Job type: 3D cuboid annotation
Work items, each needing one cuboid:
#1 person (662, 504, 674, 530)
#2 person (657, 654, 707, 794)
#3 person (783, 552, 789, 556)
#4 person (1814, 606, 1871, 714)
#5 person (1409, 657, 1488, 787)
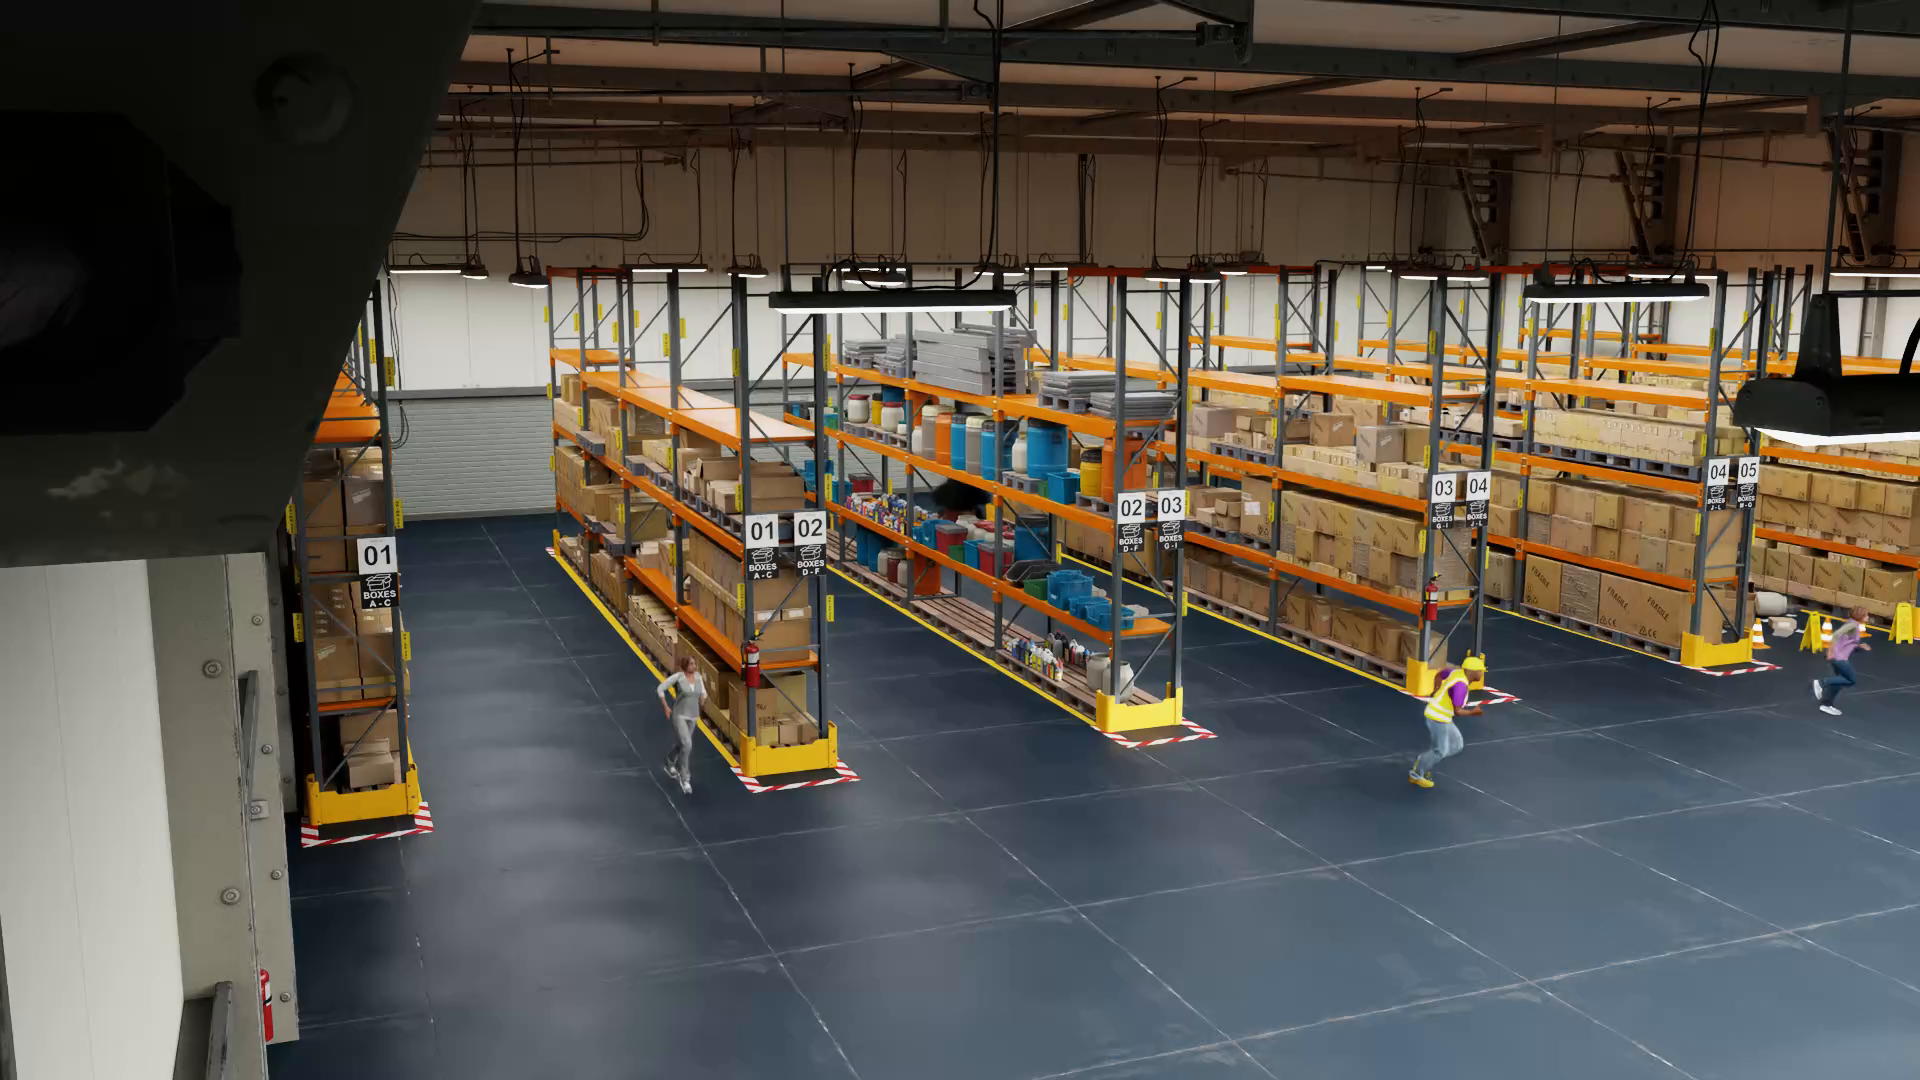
[{"bbox_3d":[-6.364,-0.619,35.491,0.597,1.621,0.592,7,12,35],"label":"person"},{"bbox_3d":[-3.290,2.193,19.846,0.721,1.535,0.547,10,14,44],"label":"person"},{"bbox_3d":[-3.385,-0.126,31.000,0.625,1.661,0.665,-5,11,-28],"label":"person"},{"bbox_3d":[12.153,1.650,22.891,0.667,1.530,0.527,4,11,23],"label":"person"},{"bbox_3d":[5.809,2.145,19.775,0.862,1.586,0.737,2,10,12],"label":"person"}]
